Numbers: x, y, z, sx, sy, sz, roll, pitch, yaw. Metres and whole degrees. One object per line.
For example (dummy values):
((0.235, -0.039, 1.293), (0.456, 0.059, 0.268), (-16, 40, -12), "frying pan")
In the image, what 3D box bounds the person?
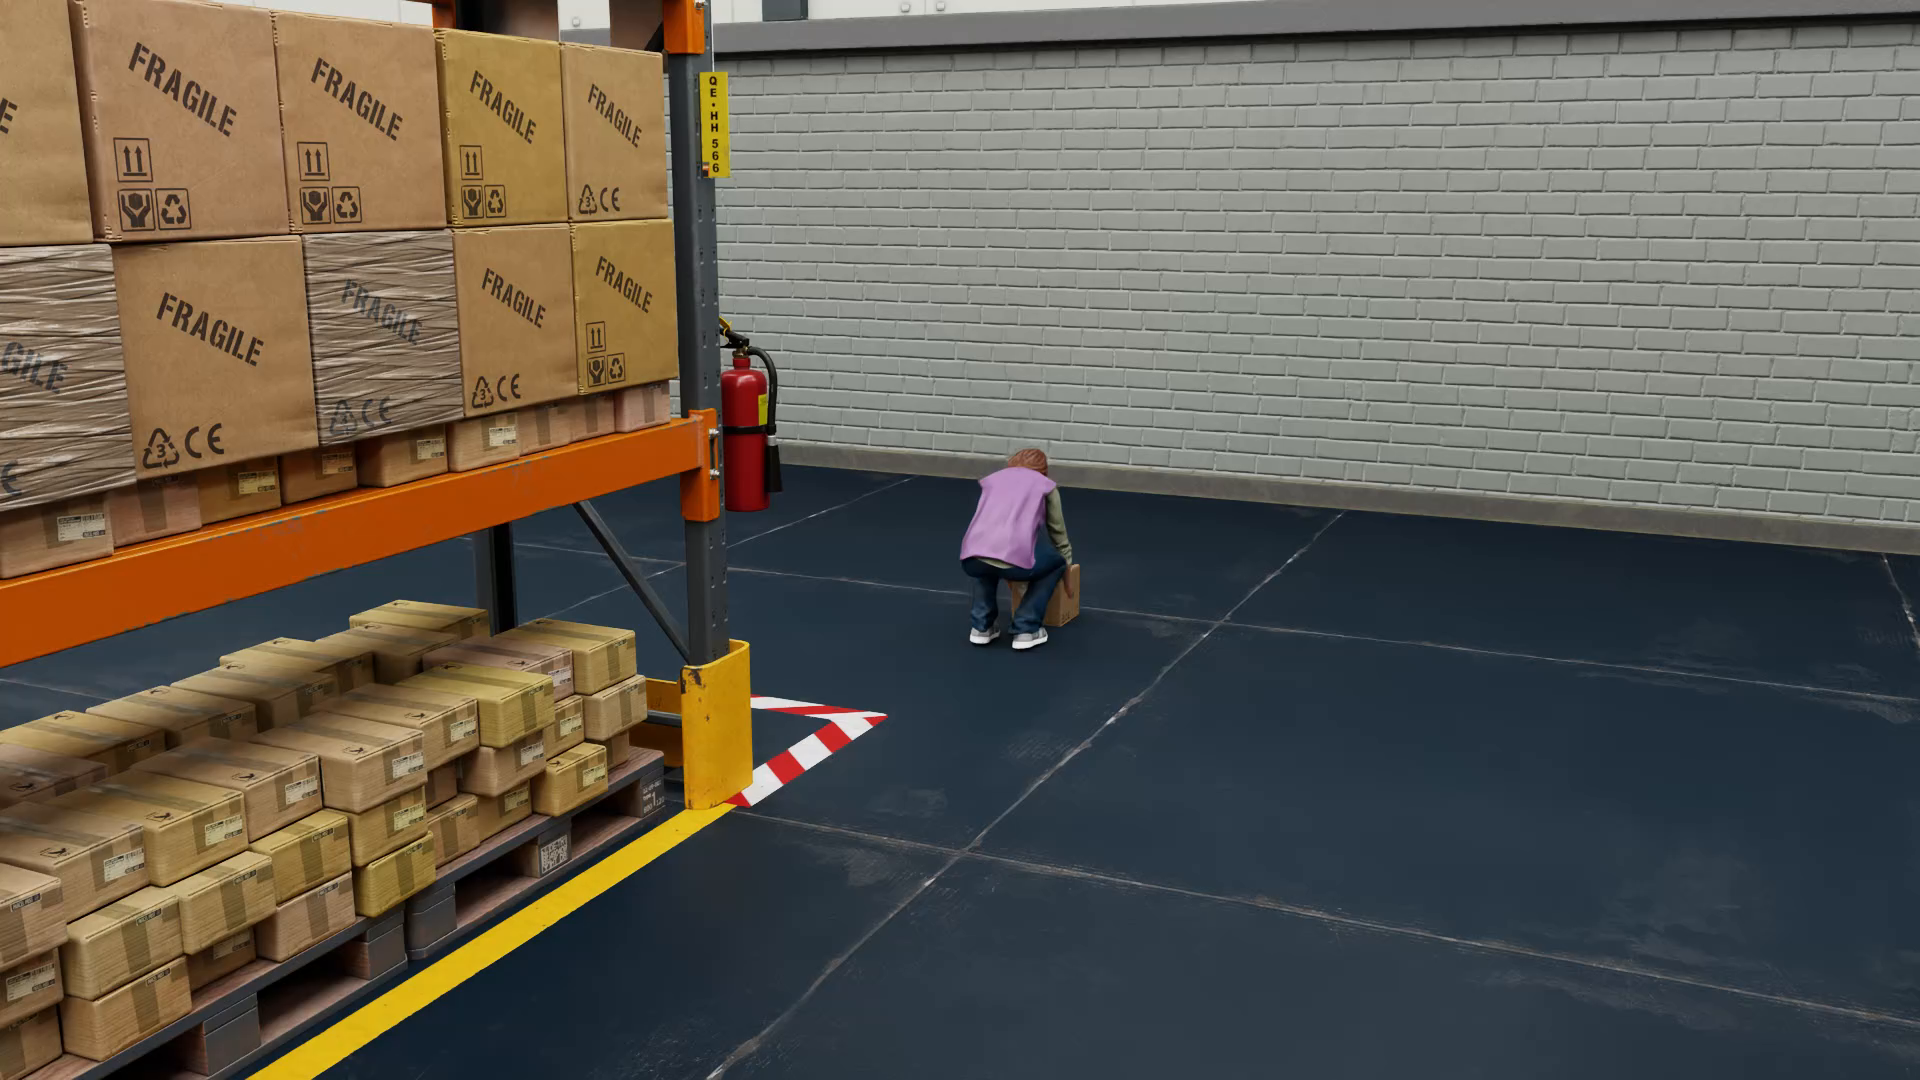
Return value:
((0.248, 0.042, 7.588), (0.439, 0.829, 0.802), (5, 14, 23), "person")
